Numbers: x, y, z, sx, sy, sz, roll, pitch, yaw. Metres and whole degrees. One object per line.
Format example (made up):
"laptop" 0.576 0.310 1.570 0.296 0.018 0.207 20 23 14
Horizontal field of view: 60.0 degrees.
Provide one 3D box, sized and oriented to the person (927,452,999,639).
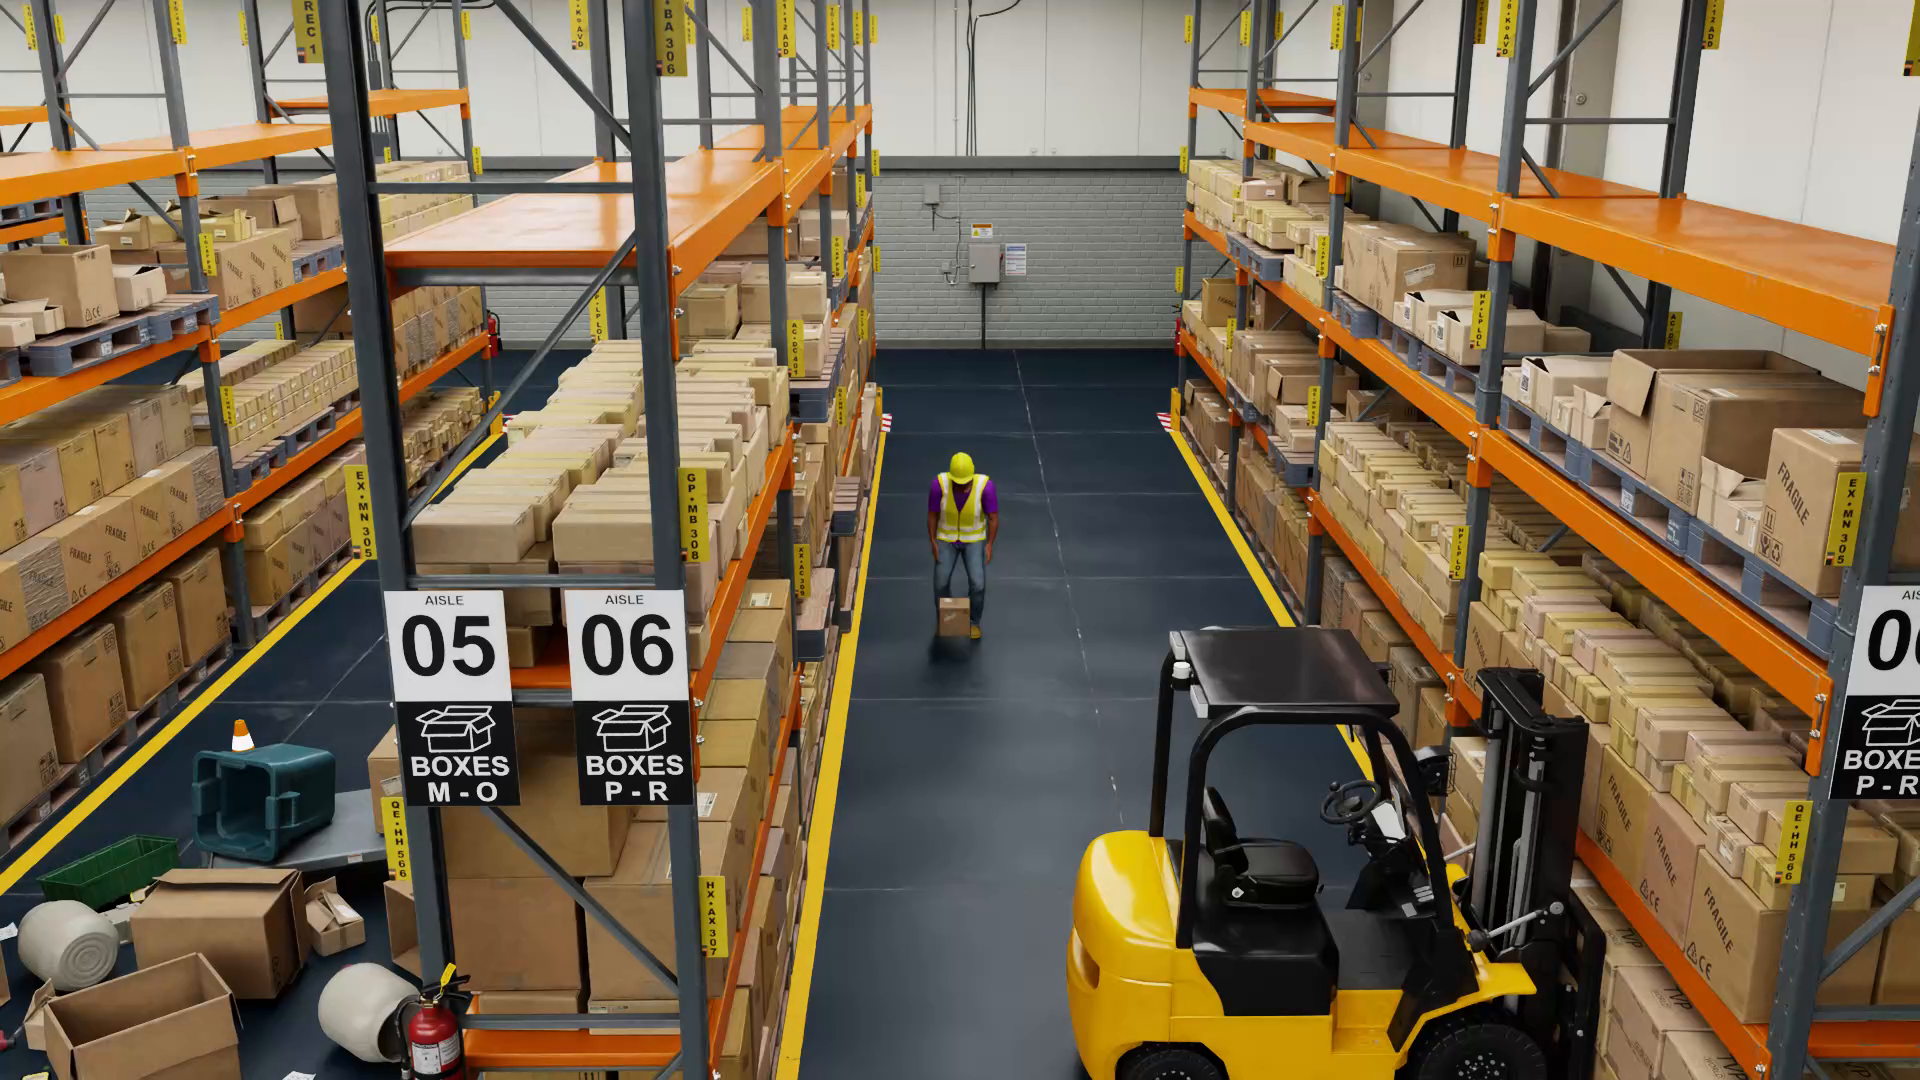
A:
"person" 0.025 0.028 14.113 0.610 1.651 0.554 2 17 6
